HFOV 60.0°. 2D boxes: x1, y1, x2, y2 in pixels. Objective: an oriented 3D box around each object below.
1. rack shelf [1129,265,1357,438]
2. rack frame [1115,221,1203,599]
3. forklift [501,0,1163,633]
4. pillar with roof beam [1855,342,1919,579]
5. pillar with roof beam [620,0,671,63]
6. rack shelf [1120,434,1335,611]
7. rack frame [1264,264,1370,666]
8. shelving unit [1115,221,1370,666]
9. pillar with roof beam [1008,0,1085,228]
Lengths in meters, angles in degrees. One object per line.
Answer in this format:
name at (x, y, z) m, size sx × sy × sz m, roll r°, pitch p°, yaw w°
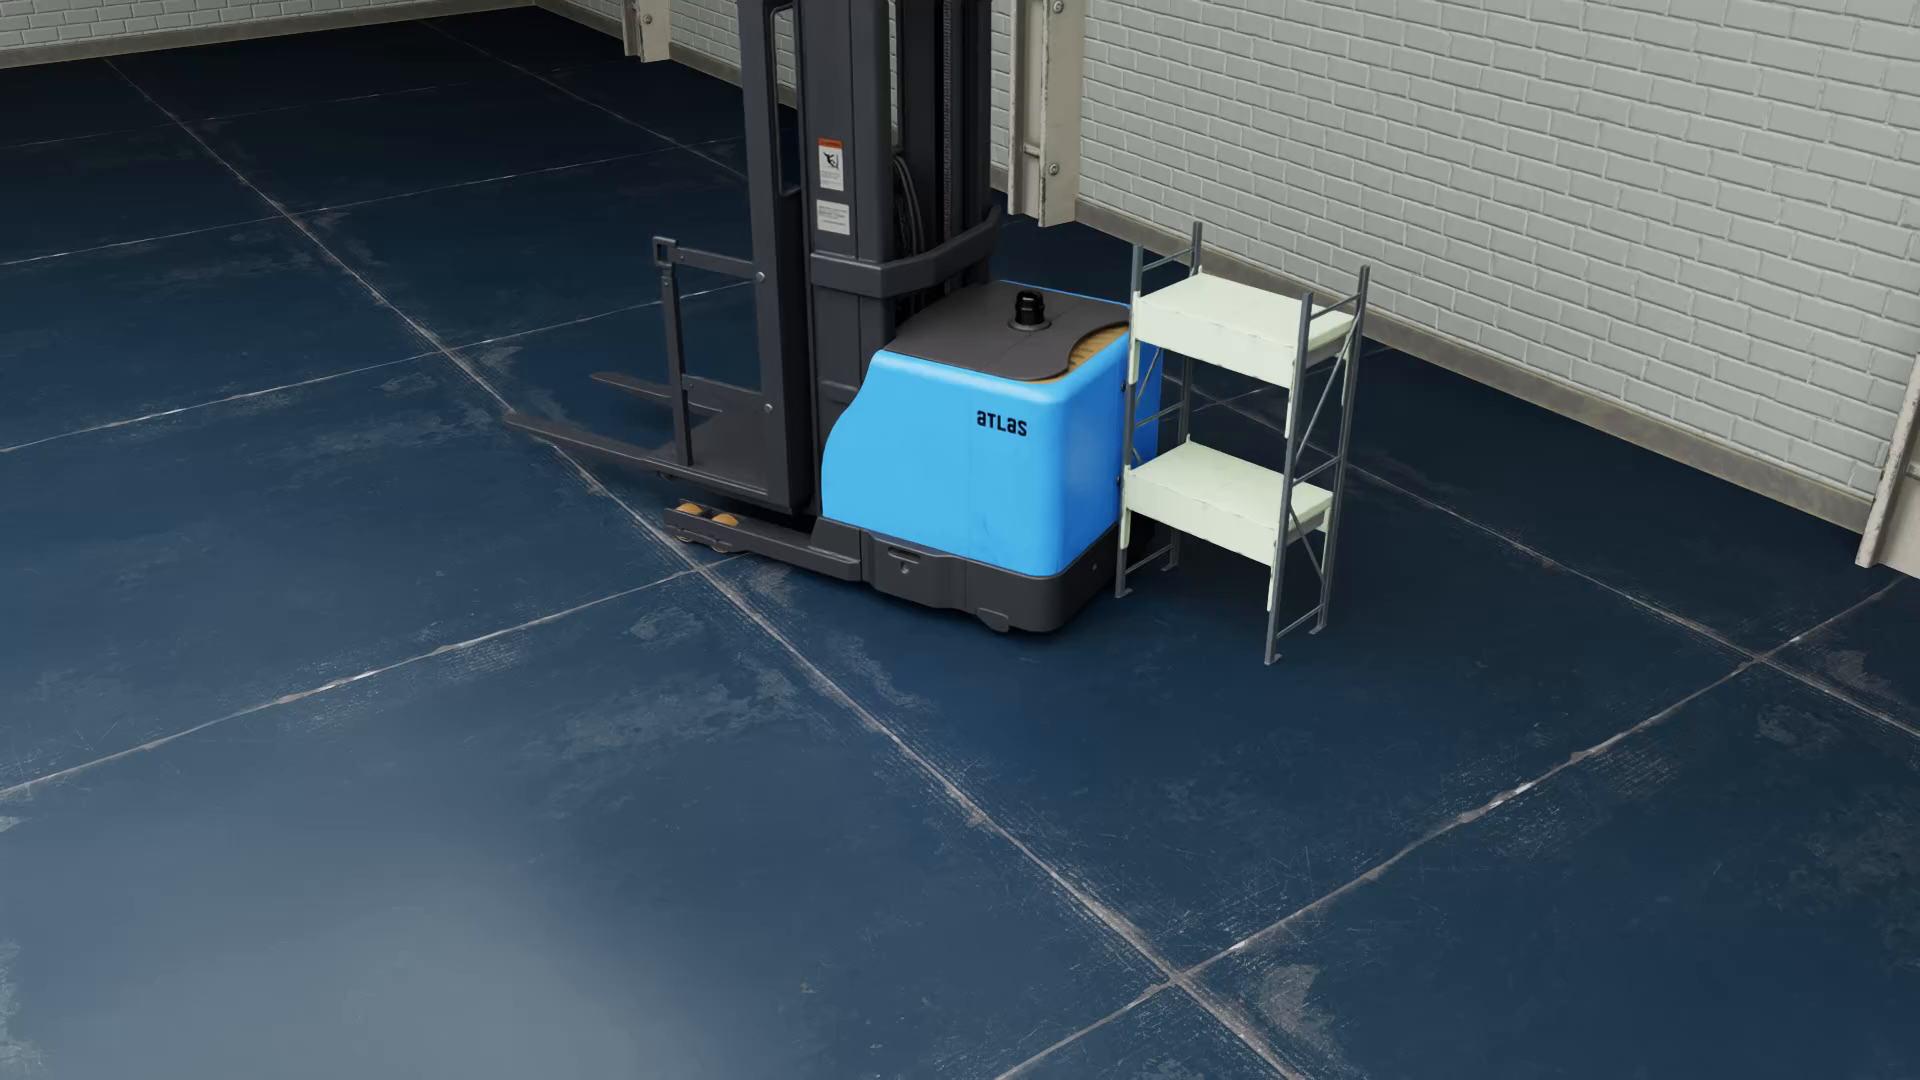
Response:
rack shelf at (1.046, -0.712, 6.172) m, size 0.720 × 0.370 × 0.431 m, roll 24°, pitch 37°, yaw 37°
rack frame at (0.781, -0.489, 6.580) m, size 0.023 × 1.500 × 0.400 m, roll 24°, pitch 37°, yaw 37°
forklift at (-0.690, -1.431, 6.814) m, size 3.031 × 2.935 × 1.130 m, roll 16°, pitch 32°, yaw 27°
pillar with roof beam at (0.535, -2.631, 2.666) m, size 9.100 × 9.000 × 0.400 m, roll -19°, pitch 34°, yaw -31°
pillar with roof beam at (-6.425, -7.296, 11.256) m, size 9.100 × 9.000 × 0.400 m, roll -19°, pitch 34°, yaw -31°
rack shelf at (1.046, -0.083, 6.514) m, size 0.720 × 0.370 × 0.431 m, roll 24°, pitch 37°, yaw 37°
rack frame at (1.311, -0.249, 6.137) m, size 0.023 × 1.500 × 0.400 m, roll 24°, pitch 37°, yaw 37°
shelving unit at (1.046, -0.369, 6.358) m, size 0.755 × 1.500 × 0.431 m, roll 24°, pitch 37°, yaw 37°
pillar with roof beam at (-2.945, -4.964, 6.961) m, size 9.100 × 9.000 × 0.400 m, roll -19°, pitch 34°, yaw -31°
